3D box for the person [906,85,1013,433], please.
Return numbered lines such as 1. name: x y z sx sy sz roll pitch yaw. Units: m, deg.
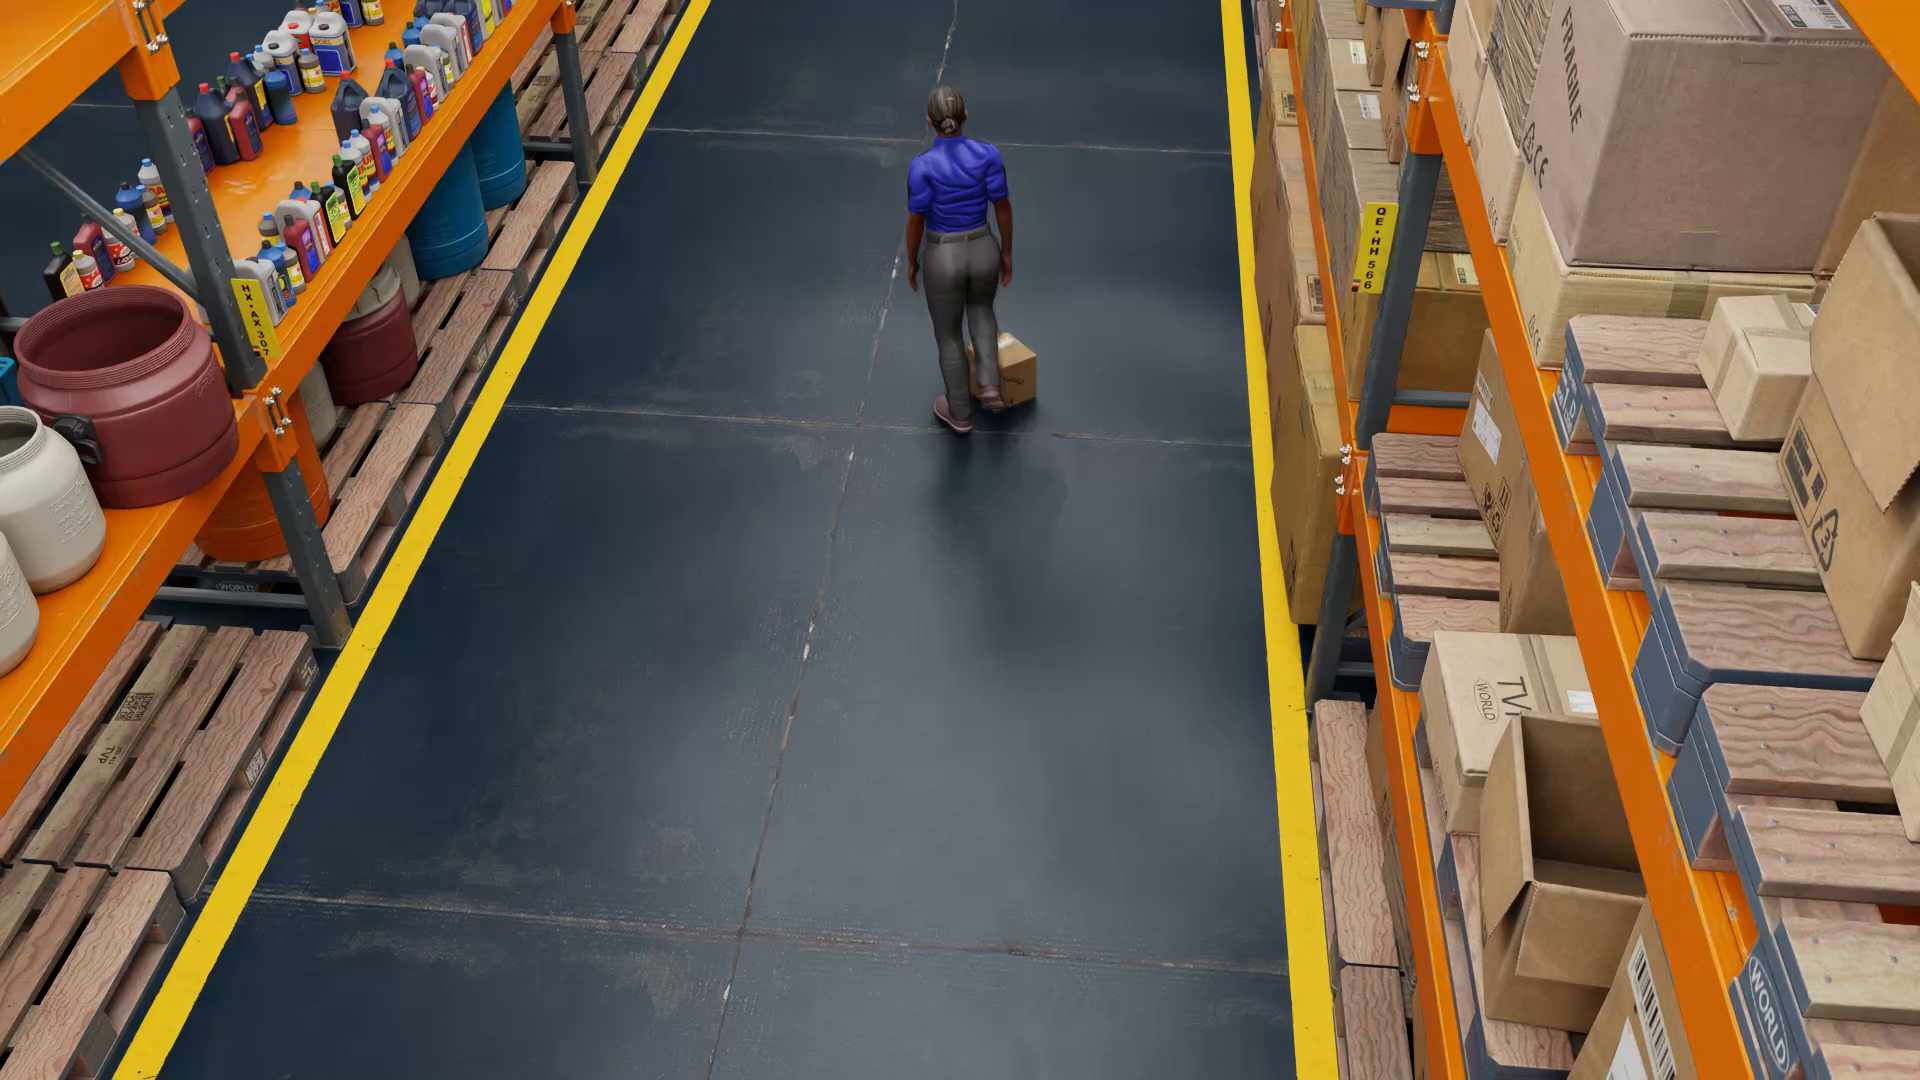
1. person: 0.005 -1.263 7.625 0.475 1.660 0.438 -14 42 -15
